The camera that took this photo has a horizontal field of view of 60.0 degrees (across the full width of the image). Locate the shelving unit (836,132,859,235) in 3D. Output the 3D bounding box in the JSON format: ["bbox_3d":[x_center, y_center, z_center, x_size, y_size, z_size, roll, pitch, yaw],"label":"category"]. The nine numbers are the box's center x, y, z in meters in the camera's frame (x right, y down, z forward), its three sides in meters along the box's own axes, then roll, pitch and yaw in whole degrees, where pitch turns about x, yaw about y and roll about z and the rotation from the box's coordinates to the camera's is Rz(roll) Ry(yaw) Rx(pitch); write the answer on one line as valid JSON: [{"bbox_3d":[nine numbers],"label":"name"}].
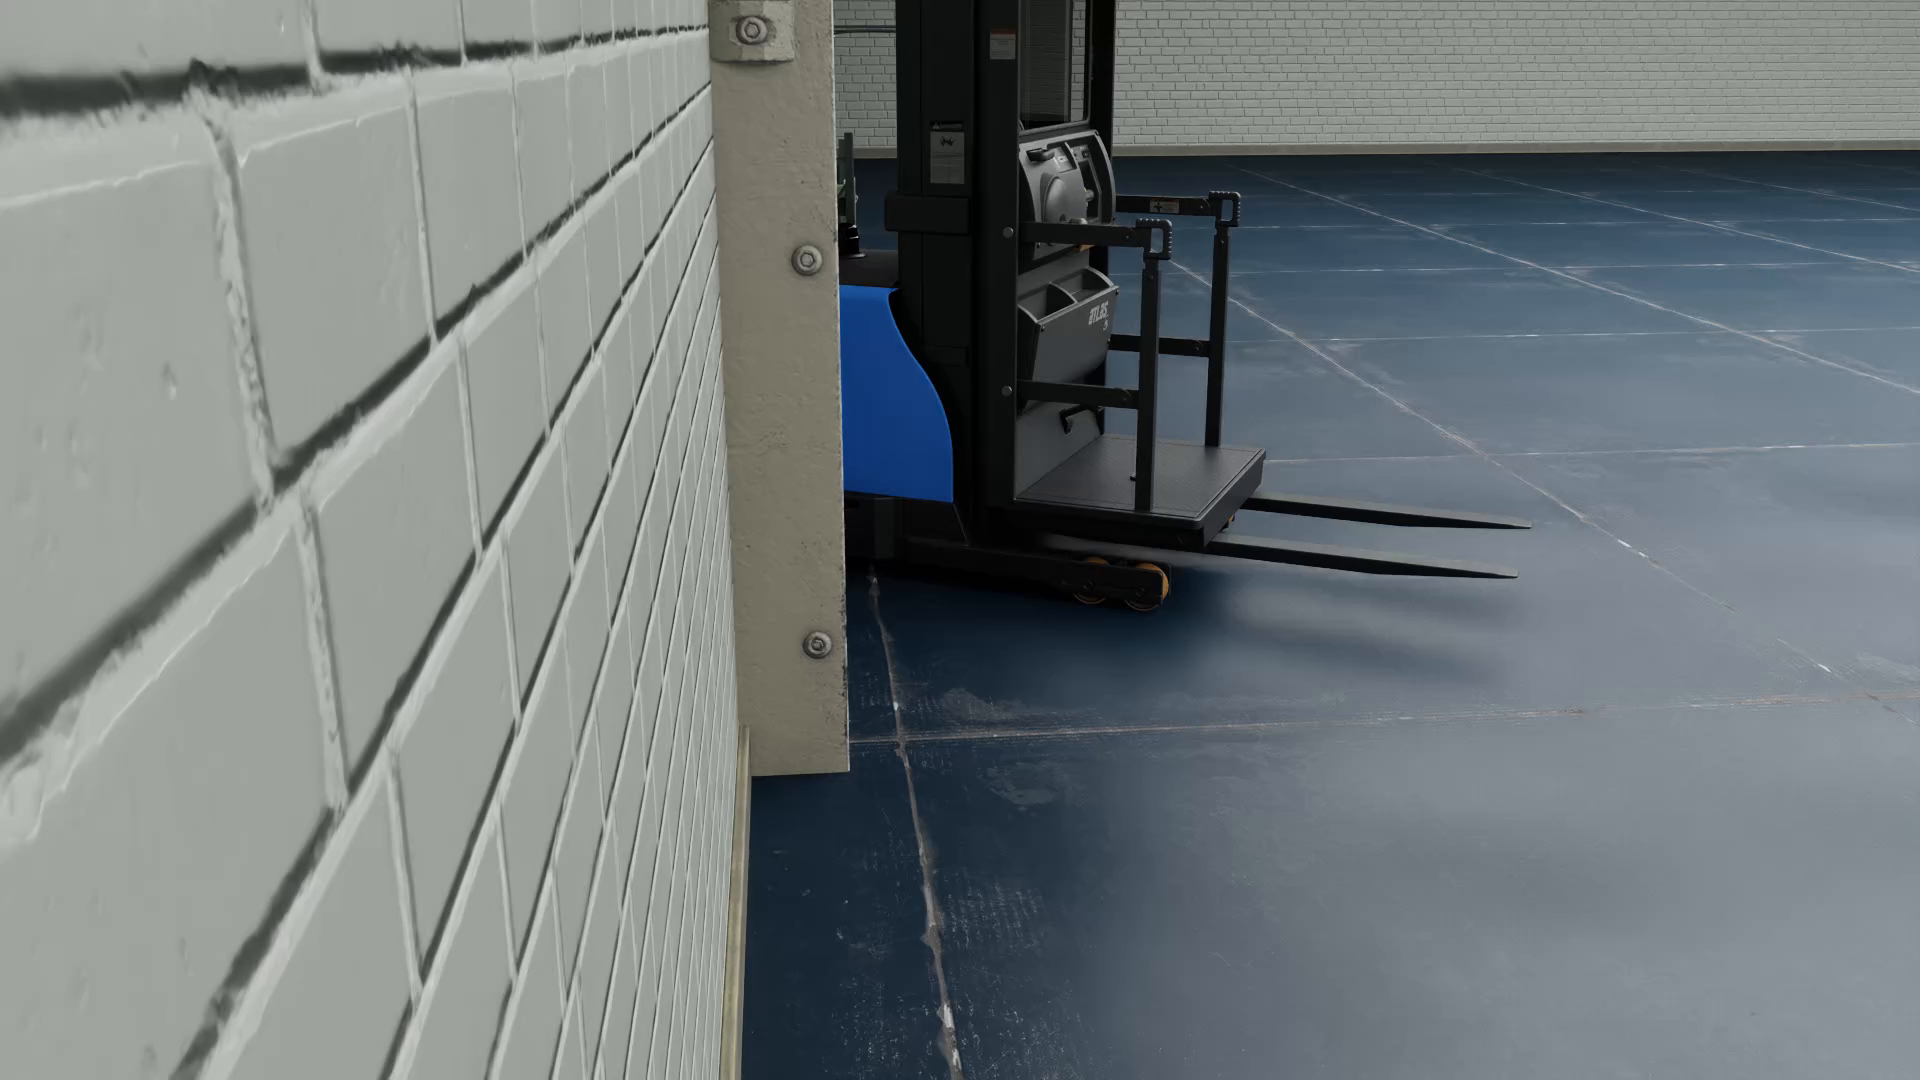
[{"bbox_3d":[-0.654,-0.948,7.082,0.431,1.500,0.755,-2,12,-6],"label":"shelving unit"}]

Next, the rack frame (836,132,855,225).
[{"bbox_3d":[-0.617,-0.875,6.726,0.400,1.500,0.023,-2,12,-6],"label":"rack frame"}]

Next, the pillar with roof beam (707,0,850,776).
[{"bbox_3d":[3.801,-3.836,3.874,9.100,9.000,0.400,-2,18,-6],"label":"pillar with roof beam"}]

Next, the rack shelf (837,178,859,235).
[{"bbox_3d":[-0.658,-1.331,7.004,0.431,0.370,0.720,-2,12,-6],"label":"rack shelf"}]

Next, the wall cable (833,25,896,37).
[{"bbox_3d":[-1.327,-8.503,23.923,3.097,2.526,0.112,-2,18,-6],"label":"wall cable"}]

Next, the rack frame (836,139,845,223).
[{"bbox_3d":[-0.692,-1.021,7.439,0.400,1.500,0.023,-2,12,-6],"label":"rack frame"}]

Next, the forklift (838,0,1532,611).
[{"bbox_3d":[0.583,-1.327,6.011,3.031,2.935,1.130,7,19,21],"label":"forklift"}]
